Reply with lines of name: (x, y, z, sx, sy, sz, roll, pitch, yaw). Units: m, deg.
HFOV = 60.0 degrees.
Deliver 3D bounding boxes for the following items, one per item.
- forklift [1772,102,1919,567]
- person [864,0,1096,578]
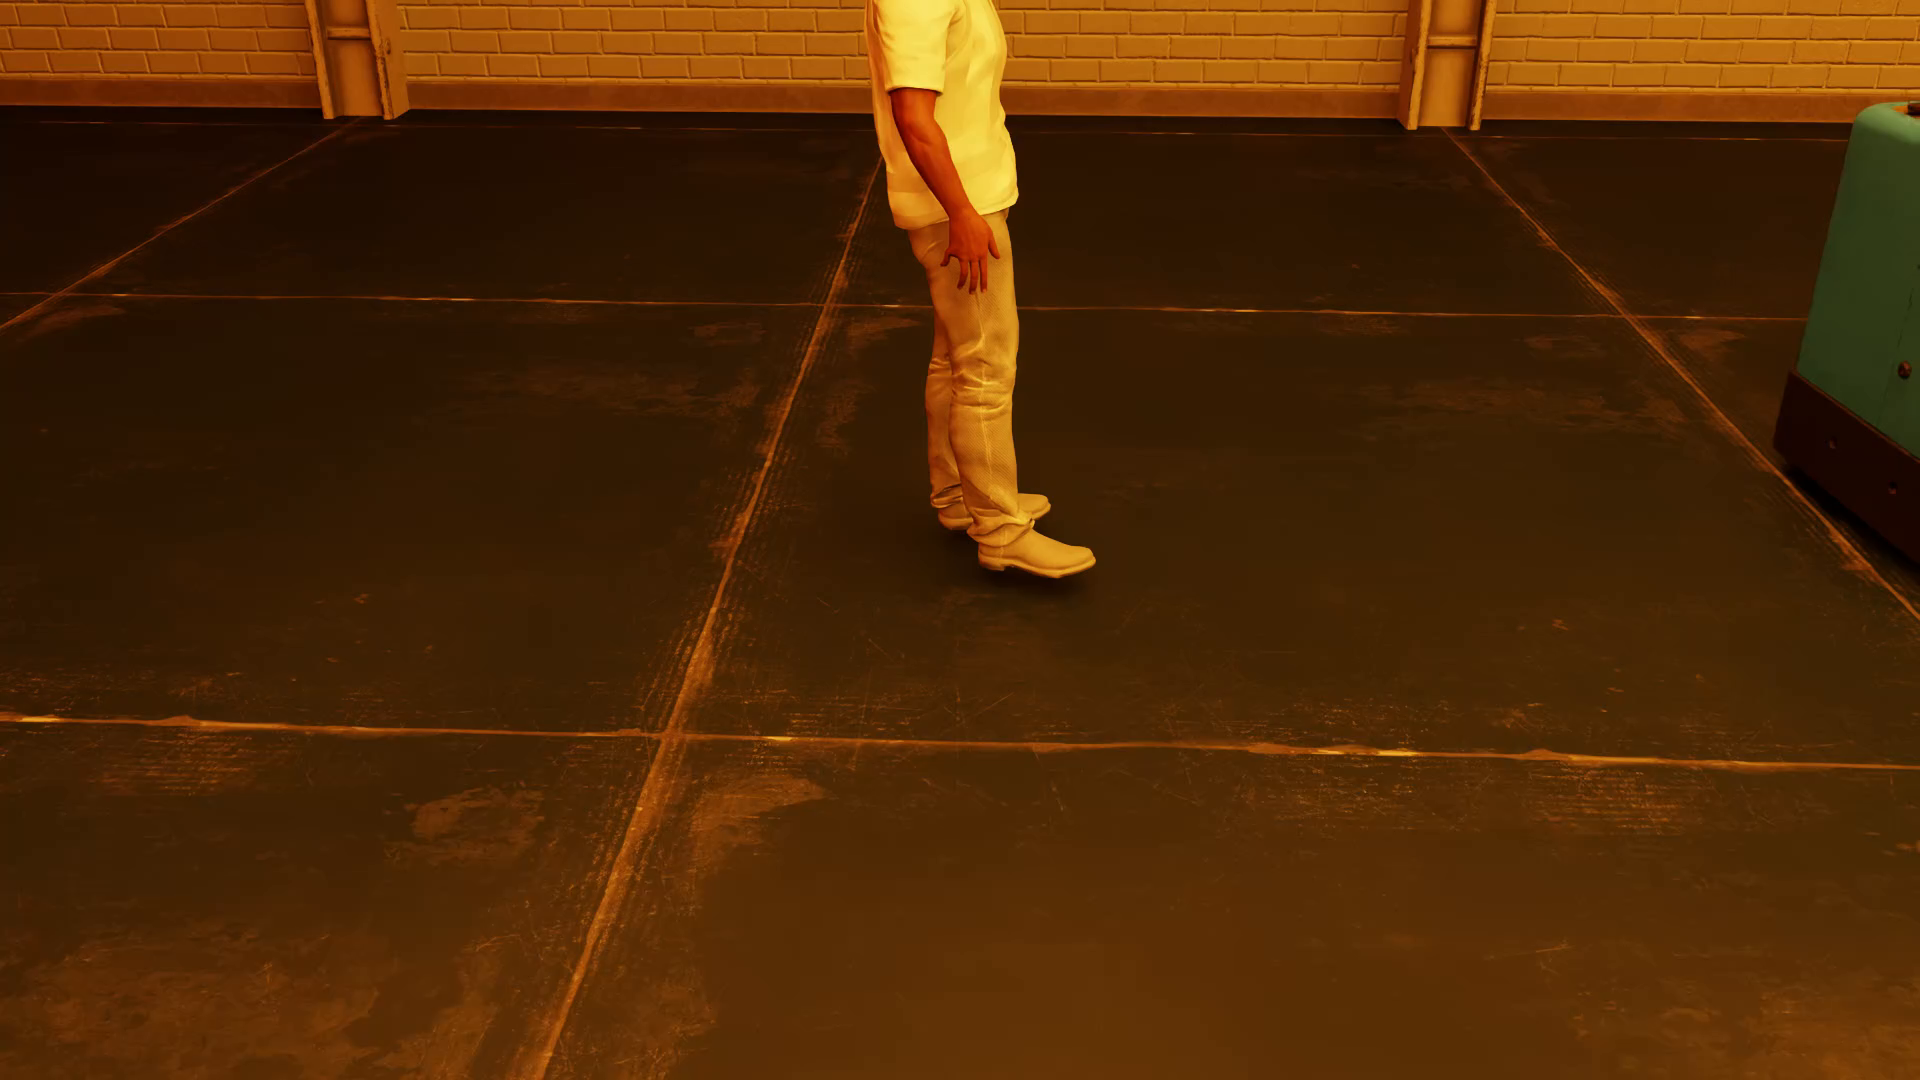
forklift: (3.933, -1.358, 3.961, 3.031, 2.935, 1.130, -1, 26, -2)
person: (0.069, -0.831, 4.102, 0.577, 1.765, 0.665, 1, 26, 2)
